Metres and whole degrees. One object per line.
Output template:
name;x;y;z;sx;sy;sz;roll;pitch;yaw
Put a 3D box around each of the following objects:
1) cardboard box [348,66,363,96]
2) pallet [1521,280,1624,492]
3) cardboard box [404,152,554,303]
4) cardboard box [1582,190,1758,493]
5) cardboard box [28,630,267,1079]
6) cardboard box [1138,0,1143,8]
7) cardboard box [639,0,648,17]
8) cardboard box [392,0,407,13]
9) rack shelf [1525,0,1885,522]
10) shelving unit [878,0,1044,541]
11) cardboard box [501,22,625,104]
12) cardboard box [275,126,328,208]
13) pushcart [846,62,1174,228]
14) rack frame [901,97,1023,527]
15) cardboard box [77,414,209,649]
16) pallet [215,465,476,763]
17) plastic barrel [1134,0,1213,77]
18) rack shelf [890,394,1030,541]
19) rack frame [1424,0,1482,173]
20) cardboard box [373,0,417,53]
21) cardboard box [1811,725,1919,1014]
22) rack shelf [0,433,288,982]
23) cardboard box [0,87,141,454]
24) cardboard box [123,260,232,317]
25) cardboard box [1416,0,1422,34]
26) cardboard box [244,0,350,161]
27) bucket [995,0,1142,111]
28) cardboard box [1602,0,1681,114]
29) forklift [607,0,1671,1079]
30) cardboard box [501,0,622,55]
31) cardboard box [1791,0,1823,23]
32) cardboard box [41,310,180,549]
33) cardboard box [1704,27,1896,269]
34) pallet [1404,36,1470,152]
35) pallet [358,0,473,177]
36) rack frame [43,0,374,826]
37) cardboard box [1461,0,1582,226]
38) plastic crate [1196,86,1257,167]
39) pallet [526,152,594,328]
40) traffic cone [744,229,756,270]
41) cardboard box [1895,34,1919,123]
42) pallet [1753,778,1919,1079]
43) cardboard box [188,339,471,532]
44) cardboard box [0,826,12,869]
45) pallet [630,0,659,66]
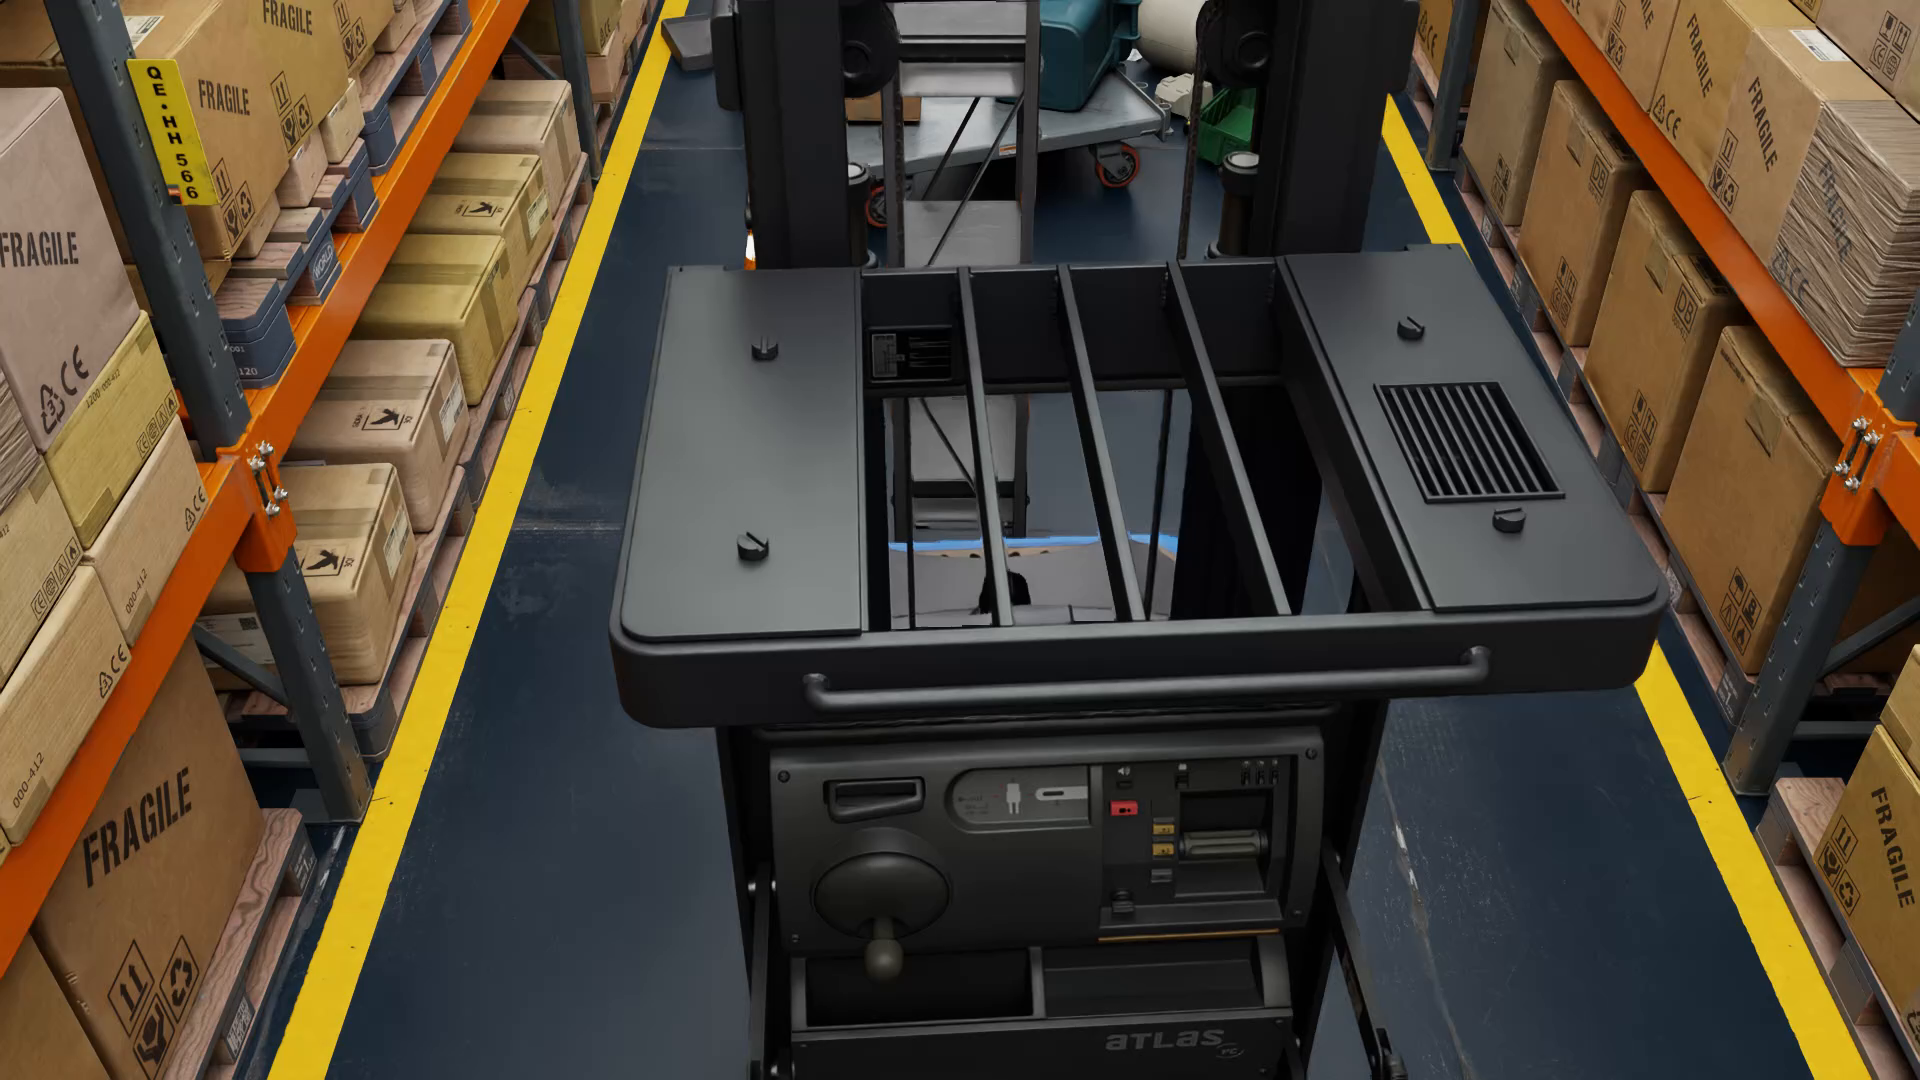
cardboard box;-1.996;-1.336;4.884;0.380;0.149;0.250;2;39;3
pallet;2.823;-0.629;6.366;1.003;0.211;1.213;0;39;0
cardboard box;-2.200;-1.259;6.688;0.950;0.372;0.625;2;39;3
cardboard box;2.832;-0.677;5.659;1.050;0.750;0.750;1;39;1
cardboard box;-2.285;0.701;3.840;0.875;0.875;0.875;0;39;0
cardboard box;0.899;-2.971;9.245;0.396;0.266;0.258;6;39;8
cardboard box;-1.953;-3.024;8.987;0.500;0.250;0.500;-1;39;-1
cardboard box;-1.980;-1.968;5.153;0.500;0.500;0.500;-1;39;-2
rack shelf;2.745;-1.433;5.715;1.077;0.370;4.000;0;39;0
shelving unit;0.000;-0.716;4.964;0.431;2.100;0.503;0;39;0
cardboard box;-1.938;-2.358;8.157;0.500;0.250;0.500;-2;39;-2
cardboard box;-1.938;-1.014;4.481;0.380;0.149;0.250;-2;39;-3
pushcart;0.073;-1.908;7.829;1.648;0.377;0.936;-13;40;-16
rack frame;0.000;-0.868;5.155;0.400;2.100;0.015;0;39;0
cardboard box;-1.942;-0.022;3.499;0.500;0.250;0.500;-1;39;-2
pallet;-2.202;0.203;5.328;1.003;0.211;1.213;0;39;0
plastic barrel;1.207;-2.668;8.740;0.512;0.421;0.421;28;46;30
rack shelf;0.000;-0.159;5.410;0.431;0.518;0.480;0;39;0
rack frame;2.743;-2.965;7.051;1.000;3.000;0.127;0;39;0
cardboard box;-1.971;-1.676;5.308;0.380;0.149;0.250;1;39;1
cardboard box;2.493;0.791;4.028;0.500;0.500;0.500;-2;39;-2
rack shelf;-2.200;1.135;2.510;1.077;0.370;4.000;0;39;0
cardboard box;-1.941;-0.503;3.099;0.500;0.500;0.500;-1;39;-1
cardboard box;-2.017;-0.666;4.047;0.380;0.149;0.250;-2;39;-3
cardboard box;2.807;-3.256;8.778;0.875;0.875;0.875;0;39;0
cardboard box;-1.979;-1.323;4.349;0.500;0.500;0.500;2;39;2
bucket;0.437;-2.364;7.703;0.726;0.611;0.620;13;50;15
cardboard box;2.474;-1.729;5.429;0.500;0.500;0.500;1;39;1
forklift;0.165;0.605;2.652;1.130;2.935;3.031;-2;39;-3
cardboard box;-1.938;-2.651;7.922;0.500;0.500;0.500;2;39;2
cardboard box;2.752;-1.810;4.731;0.700;0.500;0.500;-1;39;-1
cardboard box;-1.948;-0.230;3.359;0.500;0.250;0.500;0;39;0
cardboard box;2.479;-1.096;4.639;0.500;0.500;0.500;0;39;0
pallet;2.820;-2.352;8.516;1.003;0.211;1.213;0;39;0
pallet;-2.246;-1.560;5.451;1.003;0.211;1.213;0;39;0
rack frame;-2.203;-0.397;3.846;1.000;3.000;0.127;0;39;0
cardboard box;2.833;-1.863;7.139;1.050;0.750;0.750;0;39;0
plastic crate;1.432;-1.998;8.047;0.450;0.188;0.662;27;45;16
pallet;-2.205;-1.323;7.232;1.003;0.211;1.213;0;39;0
traffic cone;-0.806;-1.134;6.794;0.336;0.463;0.334;0;39;0
cardboard box;2.757;-1.173;3.936;0.700;0.500;0.500;0;39;0
pallet;2.747;1.114;4.192;1.003;0.211;1.213;0;39;0
cardboard box;-2.202;-0.350;5.553;0.950;0.372;0.625;-1;39;-1
cardboard box;-1.942;0.612;2.707;0.500;0.250;0.500;0;39;-1
pallet;-2.248;-2.995;9.318;1.003;0.211;1.213;0;39;0
